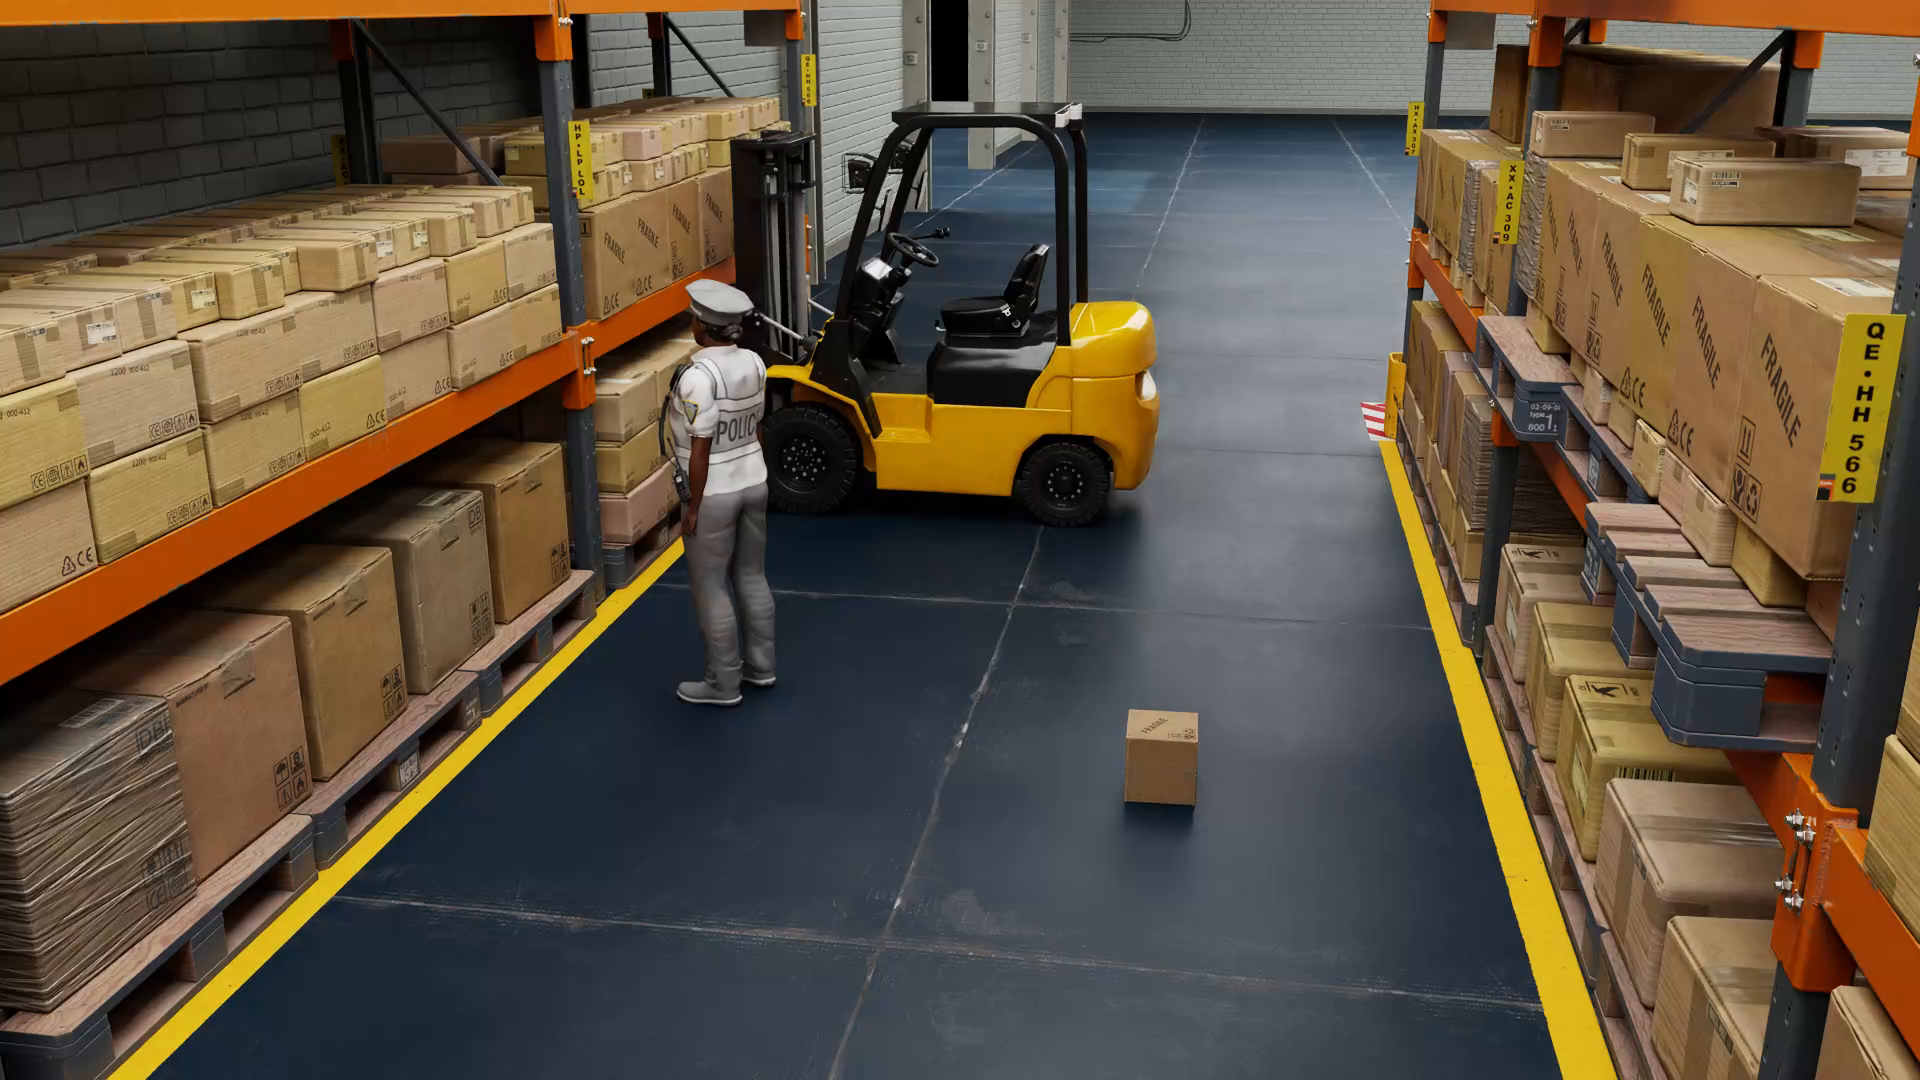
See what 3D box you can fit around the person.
[{"bbox_3d":[-0.938,-0.516,6.447,0.308,0.983,0.437,11,21,31],"label":"person"}]
